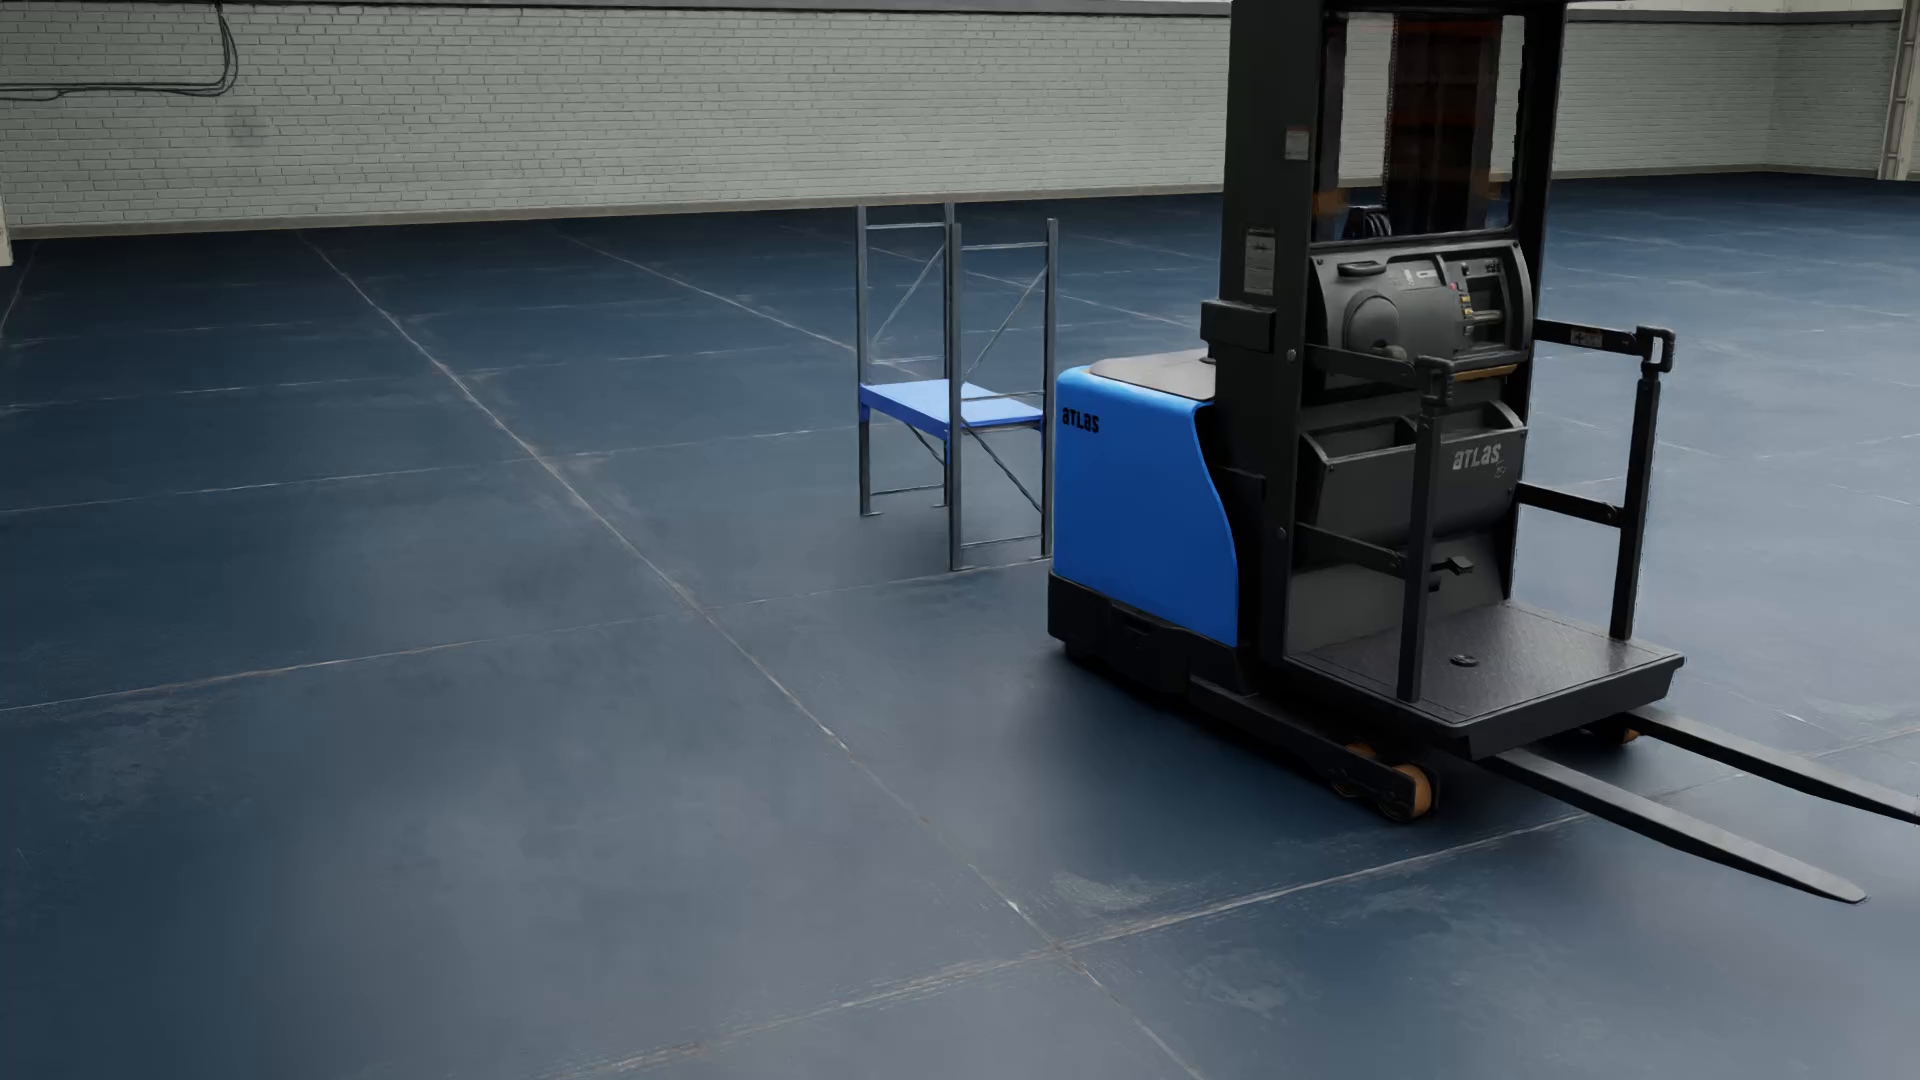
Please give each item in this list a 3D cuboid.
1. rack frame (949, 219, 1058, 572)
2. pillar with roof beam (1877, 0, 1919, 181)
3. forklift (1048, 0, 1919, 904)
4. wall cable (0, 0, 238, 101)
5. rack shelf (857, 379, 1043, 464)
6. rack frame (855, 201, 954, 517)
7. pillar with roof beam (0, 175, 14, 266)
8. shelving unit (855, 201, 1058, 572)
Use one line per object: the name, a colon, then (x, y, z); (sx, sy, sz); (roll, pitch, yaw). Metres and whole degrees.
rack frame: (0.185, -0.616, 7.178); (0.500, 1.500, 0.032); (-8, 18, -25)
pillar with roof beam: (13.834, -10.646, 28.536); (9.100, 9.000, 0.400); (-8, 18, -25)
forklift: (1.564, -0.733, 4.992); (1.130, 2.935, 3.031); (-10, 19, -32)
wall cable: (-10.715, -6.758, 20.615); (3.097, 2.526, 0.112); (-8, 18, -25)
rack shelf: (-0.037, -0.569, 7.667); (0.538, 0.185, 1.000); (-8, 18, -25)
rack frame: (-0.260, -0.868, 8.057); (0.500, 1.500, 0.032); (-8, 18, -25)
pillar with roof beam: (-6.743, -7.880, 18.897); (9.100, 9.000, 0.400); (-8, 18, -25)
shelving unit: (-0.037, -0.742, 7.618); (0.538, 1.500, 1.048); (-8, 18, -25)
